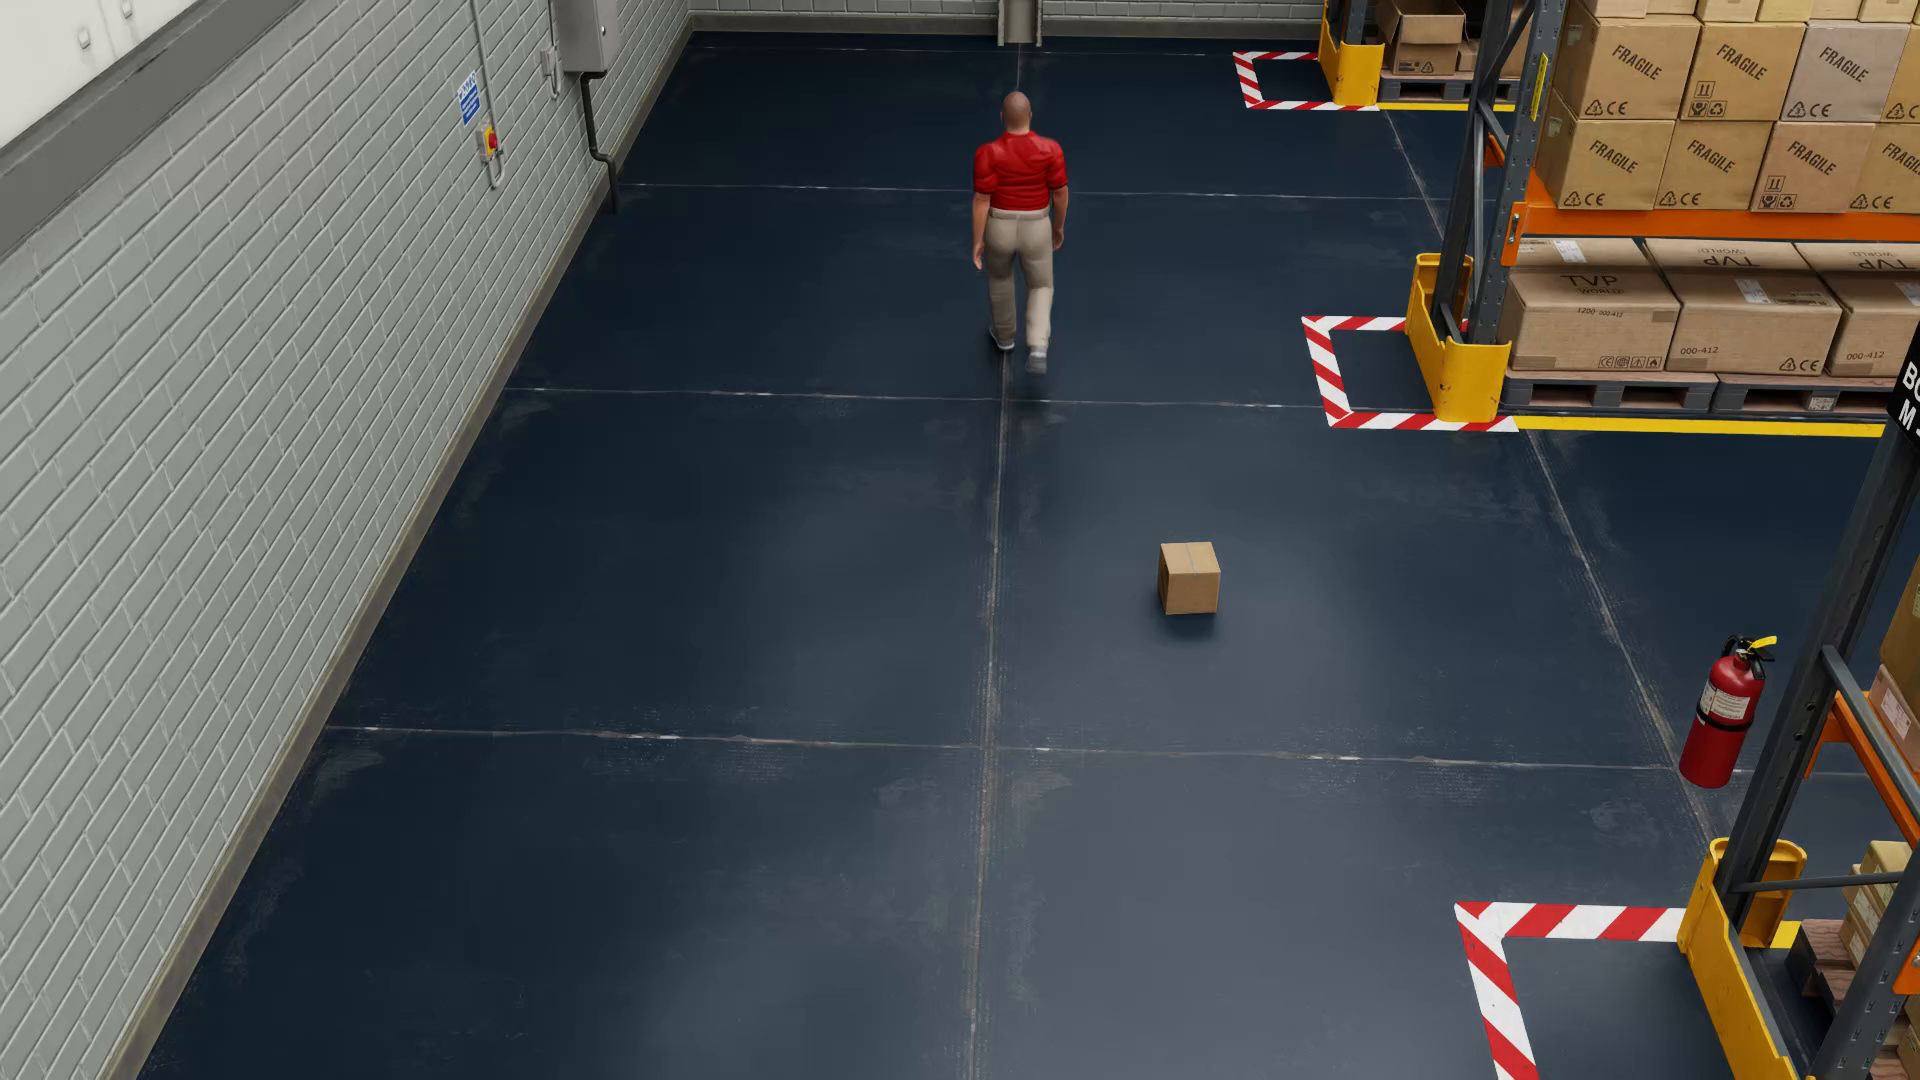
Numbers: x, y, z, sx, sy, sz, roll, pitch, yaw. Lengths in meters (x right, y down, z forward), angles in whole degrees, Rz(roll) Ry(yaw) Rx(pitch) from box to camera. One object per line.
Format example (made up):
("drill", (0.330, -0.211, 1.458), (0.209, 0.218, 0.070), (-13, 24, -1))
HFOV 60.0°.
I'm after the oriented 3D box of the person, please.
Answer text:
("person", (0.345, -1.781, 9.621), (0.549, 1.684, 0.874), (0, 35, 0))
